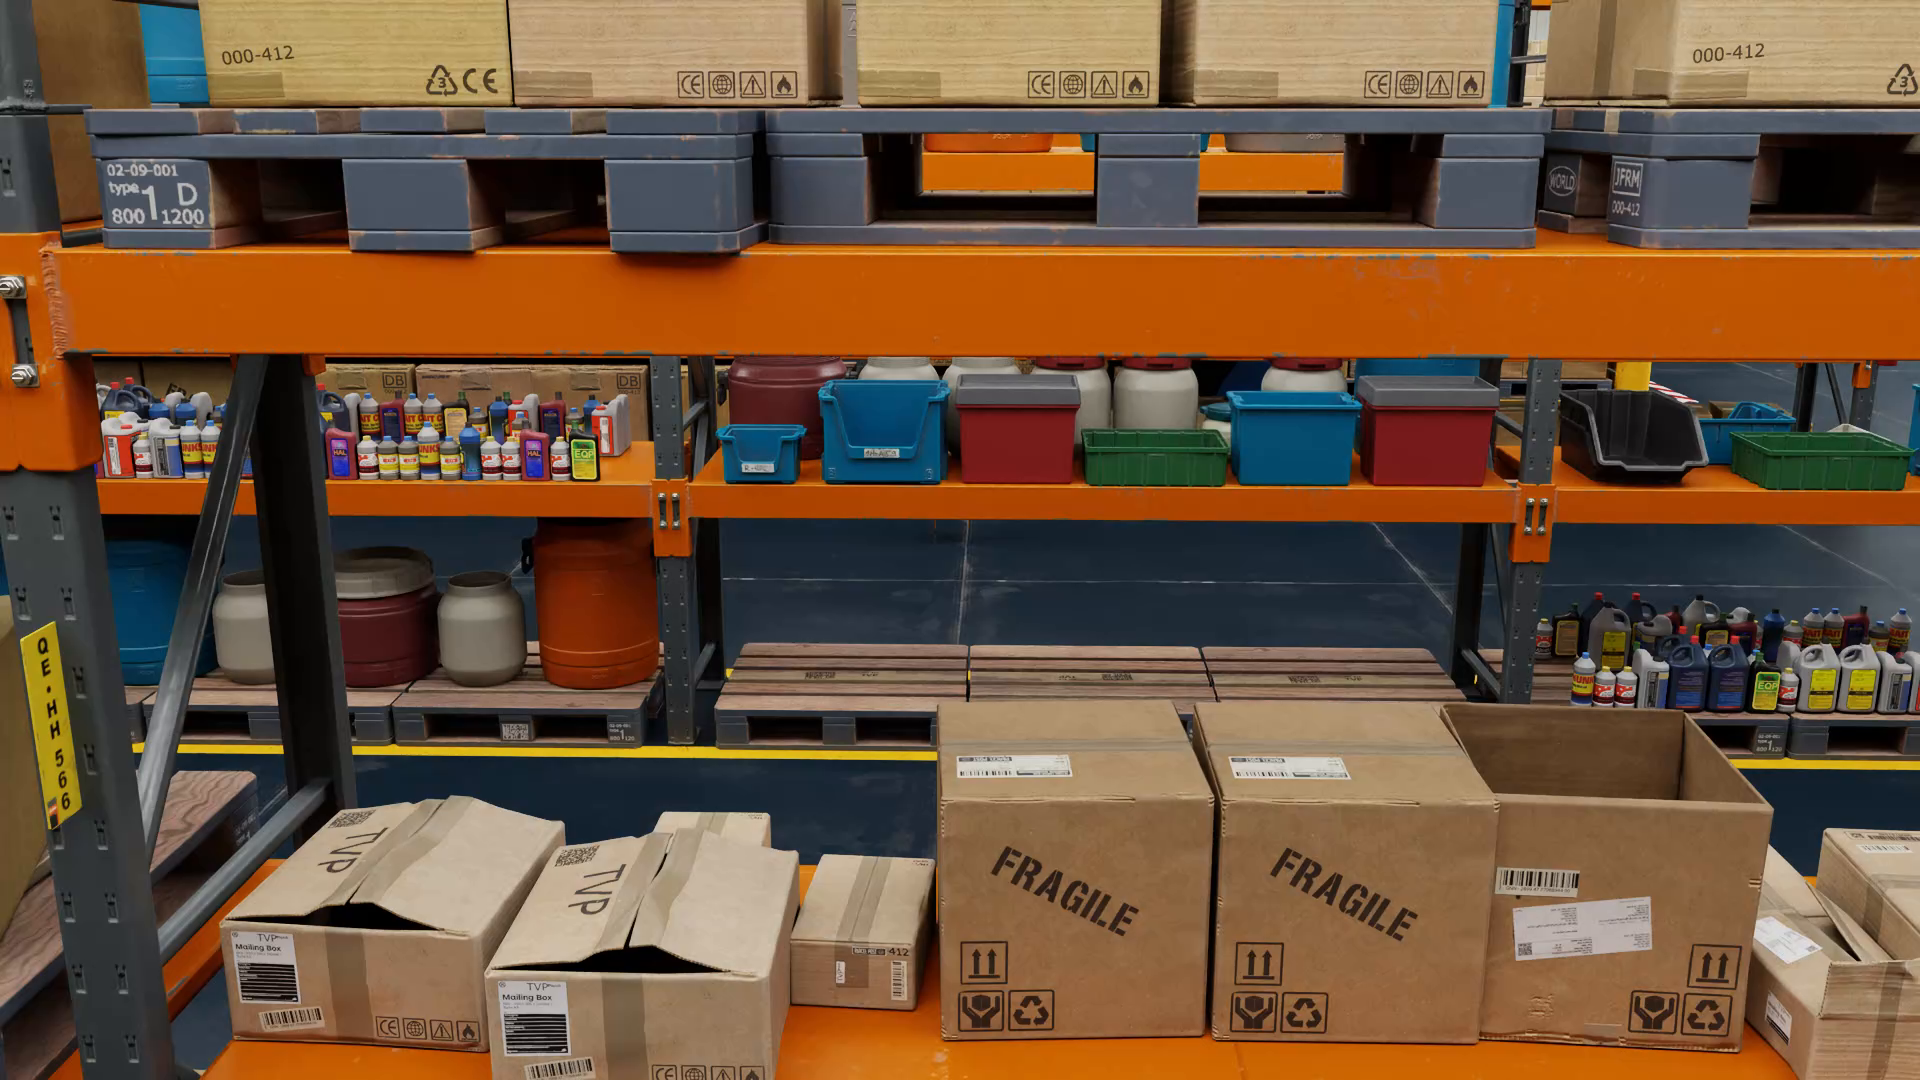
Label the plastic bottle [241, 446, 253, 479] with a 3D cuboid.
[{"bbox_3d":[-3.374,-0.470,7.838,0.185,0.351,0.144,0,15,1],"label":"plastic bottle"}]

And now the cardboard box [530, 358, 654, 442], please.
[{"bbox_3d":[-2.793,-1.035,13.225,0.875,0.875,1.225,0,15,2],"label":"cardboard box"}]

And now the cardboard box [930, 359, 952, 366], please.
[{"bbox_3d":[-0.379,-2.194,17.864,0.750,0.750,1.050,0,15,1],"label":"cardboard box"}]

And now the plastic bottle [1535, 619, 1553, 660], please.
[{"bbox_3d":[3.030,0.511,8.648,0.097,0.201,0.097,0,15,0],"label":"plastic bottle"}]

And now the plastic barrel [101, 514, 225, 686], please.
[{"bbox_3d":[-4.087,0.219,8.419,0.708,0.901,0.600,0,15,1],"label":"plastic barrel"}]

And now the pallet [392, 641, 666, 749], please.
[{"bbox_3d":[-2.129,0.775,8.488,1.213,0.211,1.003,0,15,1],"label":"pallet"}]

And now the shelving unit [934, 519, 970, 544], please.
[{"bbox_3d":[-0.053,-0.508,11.707,0.252,1.050,0.215,0,15,1],"label":"shelving unit"}]

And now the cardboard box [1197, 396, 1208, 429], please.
[{"bbox_3d":[1.696,-0.837,13.171,0.500,0.500,0.700,0,15,1],"label":"cardboard box"}]

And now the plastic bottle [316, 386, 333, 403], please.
[{"bbox_3d":[-3.310,-0.651,8.525,0.185,0.351,0.144,0,15,1],"label":"plastic bottle"}]

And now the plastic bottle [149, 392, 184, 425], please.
[{"bbox_3d":[-4.067,-0.619,8.549,0.135,0.276,0.152,0,15,1],"label":"plastic bottle"}]

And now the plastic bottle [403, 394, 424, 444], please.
[{"bbox_3d":[-2.803,-0.615,8.545,0.097,0.271,0.097,0,15,0],"label":"plastic bottle"}]

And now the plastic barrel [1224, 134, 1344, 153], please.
[{"bbox_3d":[1.491,-2.198,7.427,0.600,0.901,0.600,0,15,0],"label":"plastic barrel"}]

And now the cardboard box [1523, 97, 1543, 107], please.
[{"bbox_3d":[4.254,-3.117,12.189,0.500,0.250,0.500,0,15,-1],"label":"cardboard box"}]

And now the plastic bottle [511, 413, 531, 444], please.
[{"bbox_3d":[-2.211,-0.539,8.392,0.097,0.201,0.097,0,15,0],"label":"plastic bottle"}]

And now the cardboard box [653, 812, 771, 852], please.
[{"bbox_3d":[-0.564,0.741,3.643,0.250,0.149,0.380,0,15,1],"label":"cardboard box"}]

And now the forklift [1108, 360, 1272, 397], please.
[{"bbox_3d":[1.656,-2.159,14.279,3.031,2.935,1.130,-1,15,-3],"label":"forklift"}]

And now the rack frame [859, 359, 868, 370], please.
[{"bbox_3d":[-0.985,-3.106,17.733,0.127,3.000,1.000,0,15,1],"label":"rack frame"}]

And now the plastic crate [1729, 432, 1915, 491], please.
[{"bbox_3d":[4.009,-0.369,7.775,0.662,0.188,0.450,0,15,1],"label":"plastic crate"}]

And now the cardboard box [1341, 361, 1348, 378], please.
[{"bbox_3d":[3.640,-2.234,17.768,0.875,0.875,0.875,1,15,2],"label":"cardboard box"}]

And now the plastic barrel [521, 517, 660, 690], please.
[{"bbox_3d":[-1.829,0.269,8.372,0.708,0.830,0.600,0,15,1],"label":"plastic barrel"}]

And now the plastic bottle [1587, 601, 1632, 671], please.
[{"bbox_3d":[3.307,0.483,8.460,0.185,0.351,0.144,0,15,1],"label":"plastic bottle"}]

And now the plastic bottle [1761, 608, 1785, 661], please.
[{"bbox_3d":[4.208,0.484,8.610,0.097,0.271,0.097,0,15,0],"label":"plastic bottle"}]

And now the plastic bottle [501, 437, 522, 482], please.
[{"bbox_3d":[-2.100,-0.383,7.803,0.097,0.201,0.097,0,15,0],"label":"plastic bottle"}]

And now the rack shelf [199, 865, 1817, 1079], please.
[{"bbox_3d":[0.530,1.045,3.408,4.000,0.370,1.077,0,15,1],"label":"rack shelf"}]

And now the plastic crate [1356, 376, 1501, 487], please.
[{"bbox_3d":[2.167,-0.509,7.763,0.583,0.464,0.402,0,15,1],"label":"plastic crate"}]

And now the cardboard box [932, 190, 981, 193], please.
[{"bbox_3d":[-0.031,-3.629,17.561,0.500,0.500,0.700,0,15,1],"label":"cardboard box"}]

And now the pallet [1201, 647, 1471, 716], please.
[{"bbox_3d":[1.873,0.800,8.392,1.213,0.211,1.003,0,15,1],"label":"pallet"}]

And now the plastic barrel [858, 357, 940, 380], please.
[{"bbox_3d":[-0.306,-0.681,8.320,0.421,0.512,0.421,0,15,0],"label":"plastic barrel"}]

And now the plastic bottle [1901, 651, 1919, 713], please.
[{"bbox_3d":[4.559,0.669,7.902,0.135,0.276,0.152,0,15,2],"label":"plastic bottle"}]

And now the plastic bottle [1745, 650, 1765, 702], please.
[{"bbox_3d":[3.792,0.658,7.953,0.097,0.271,0.097,0,15,0],"label":"plastic bottle"}]

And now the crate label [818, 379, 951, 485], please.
[{"bbox_3d":[-0.353,-0.520,7.863,0.616,0.435,0.502,0,15,1],"label":"crate label"}]

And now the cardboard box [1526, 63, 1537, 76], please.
[{"bbox_3d":[5.514,-4.766,16.836,0.500,0.250,0.500,0,15,1],"label":"cardboard box"}]

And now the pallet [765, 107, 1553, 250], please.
[{"bbox_3d":[0.329,-0.686,3.052,1.213,0.211,1.003,1,15,4],"label":"pallet"}]

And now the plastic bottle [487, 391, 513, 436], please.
[{"bbox_3d":[-2.359,-0.623,8.550,0.133,0.283,0.061,0,15,1],"label":"plastic bottle"}]

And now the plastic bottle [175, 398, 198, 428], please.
[{"bbox_3d":[-3.917,-0.584,8.426,0.097,0.271,0.097,0,15,0],"label":"plastic bottle"}]

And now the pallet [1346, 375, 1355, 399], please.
[{"bbox_3d":[3.772,-1.707,17.895,1.213,0.211,1.003,0,15,1],"label":"pallet"}]

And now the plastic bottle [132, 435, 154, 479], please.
[{"bbox_3d":[-3.844,-0.395,7.846,0.097,0.201,0.097,0,15,0],"label":"plastic bottle"}]

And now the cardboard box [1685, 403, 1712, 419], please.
[{"bbox_3d":[5.562,-0.788,13.022,0.500,0.500,0.500,4,15,16],"label":"cardboard box"}]

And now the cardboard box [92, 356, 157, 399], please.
[{"bbox_3d":[-6.769,-1.074,13.373,0.875,0.875,0.875,0,15,1],"label":"cardboard box"}]

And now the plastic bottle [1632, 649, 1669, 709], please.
[{"bbox_3d":[3.290,0.661,7.933,0.135,0.276,0.152,1,15,3],"label":"plastic bottle"}]

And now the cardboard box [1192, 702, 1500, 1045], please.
[{"bbox_3d":[0.734,0.646,3.314,0.500,0.500,0.500,0,15,2],"label":"cardboard box"}]

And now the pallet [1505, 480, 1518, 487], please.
[{"bbox_3d":[4.681,-0.465,13.188,1.213,0.211,1.003,0,15,1],"label":"pallet"}]

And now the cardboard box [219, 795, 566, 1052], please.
[{"bbox_3d":[-1.107,0.741,3.326,0.500,0.311,0.500,1,15,5],"label":"cardboard box"}]

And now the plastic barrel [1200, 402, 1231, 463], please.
[{"bbox_3d":[1.340,-0.534,8.253,0.301,0.262,0.301,0,15,0],"label":"plastic barrel"}]

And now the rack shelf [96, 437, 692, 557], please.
[{"bbox_3d":[-3.339,-0.244,8.295,4.000,0.370,1.077,0,15,1],"label":"rack shelf"}]

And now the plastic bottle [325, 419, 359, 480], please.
[{"bbox_3d":[-2.897,-0.424,7.794,0.133,0.283,0.061,0,15,1],"label":"plastic bottle"}]

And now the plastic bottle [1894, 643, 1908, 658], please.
[{"bbox_3d":[4.562,0.638,8.004,0.133,0.283,0.061,0,15,1],"label":"plastic bottle"}]

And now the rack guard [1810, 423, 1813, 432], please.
[{"bbox_3d":[6.708,-0.582,13.064,0.348,0.500,1.175,0,15,1],"label":"rack guard"}]

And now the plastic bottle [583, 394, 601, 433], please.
[{"bbox_3d":[-1.879,-0.609,8.522,0.097,0.271,0.097,0,15,0],"label":"plastic bottle"}]

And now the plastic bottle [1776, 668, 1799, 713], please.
[{"bbox_3d":[3.927,0.708,7.900,0.097,0.201,0.097,0,15,0],"label":"plastic bottle"}]

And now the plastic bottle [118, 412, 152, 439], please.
[{"bbox_3d":[-3.956,-0.477,8.013,0.135,0.276,0.152,0,15,1],"label":"plastic bottle"}]

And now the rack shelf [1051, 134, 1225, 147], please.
[{"bbox_3d":[0.786,-2.931,12.601,4.000,0.370,1.077,0,15,1],"label":"rack shelf"}]

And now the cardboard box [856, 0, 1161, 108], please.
[{"bbox_3d":[0.081,-0.902,2.971,0.500,0.250,0.500,0,15,0],"label":"cardboard box"}]

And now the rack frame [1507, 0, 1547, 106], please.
[{"bbox_3d":[2.659,-3.453,7.289,0.127,3.000,1.000,0,15,1],"label":"rack frame"}]

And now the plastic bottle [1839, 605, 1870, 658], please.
[{"bbox_3d":[4.628,0.477,8.615,0.133,0.283,0.061,1,15,2],"label":"plastic bottle"}]

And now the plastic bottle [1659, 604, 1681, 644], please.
[{"bbox_3d":[3.666,0.470,8.639,0.133,0.283,0.061,1,15,5],"label":"plastic bottle"}]
